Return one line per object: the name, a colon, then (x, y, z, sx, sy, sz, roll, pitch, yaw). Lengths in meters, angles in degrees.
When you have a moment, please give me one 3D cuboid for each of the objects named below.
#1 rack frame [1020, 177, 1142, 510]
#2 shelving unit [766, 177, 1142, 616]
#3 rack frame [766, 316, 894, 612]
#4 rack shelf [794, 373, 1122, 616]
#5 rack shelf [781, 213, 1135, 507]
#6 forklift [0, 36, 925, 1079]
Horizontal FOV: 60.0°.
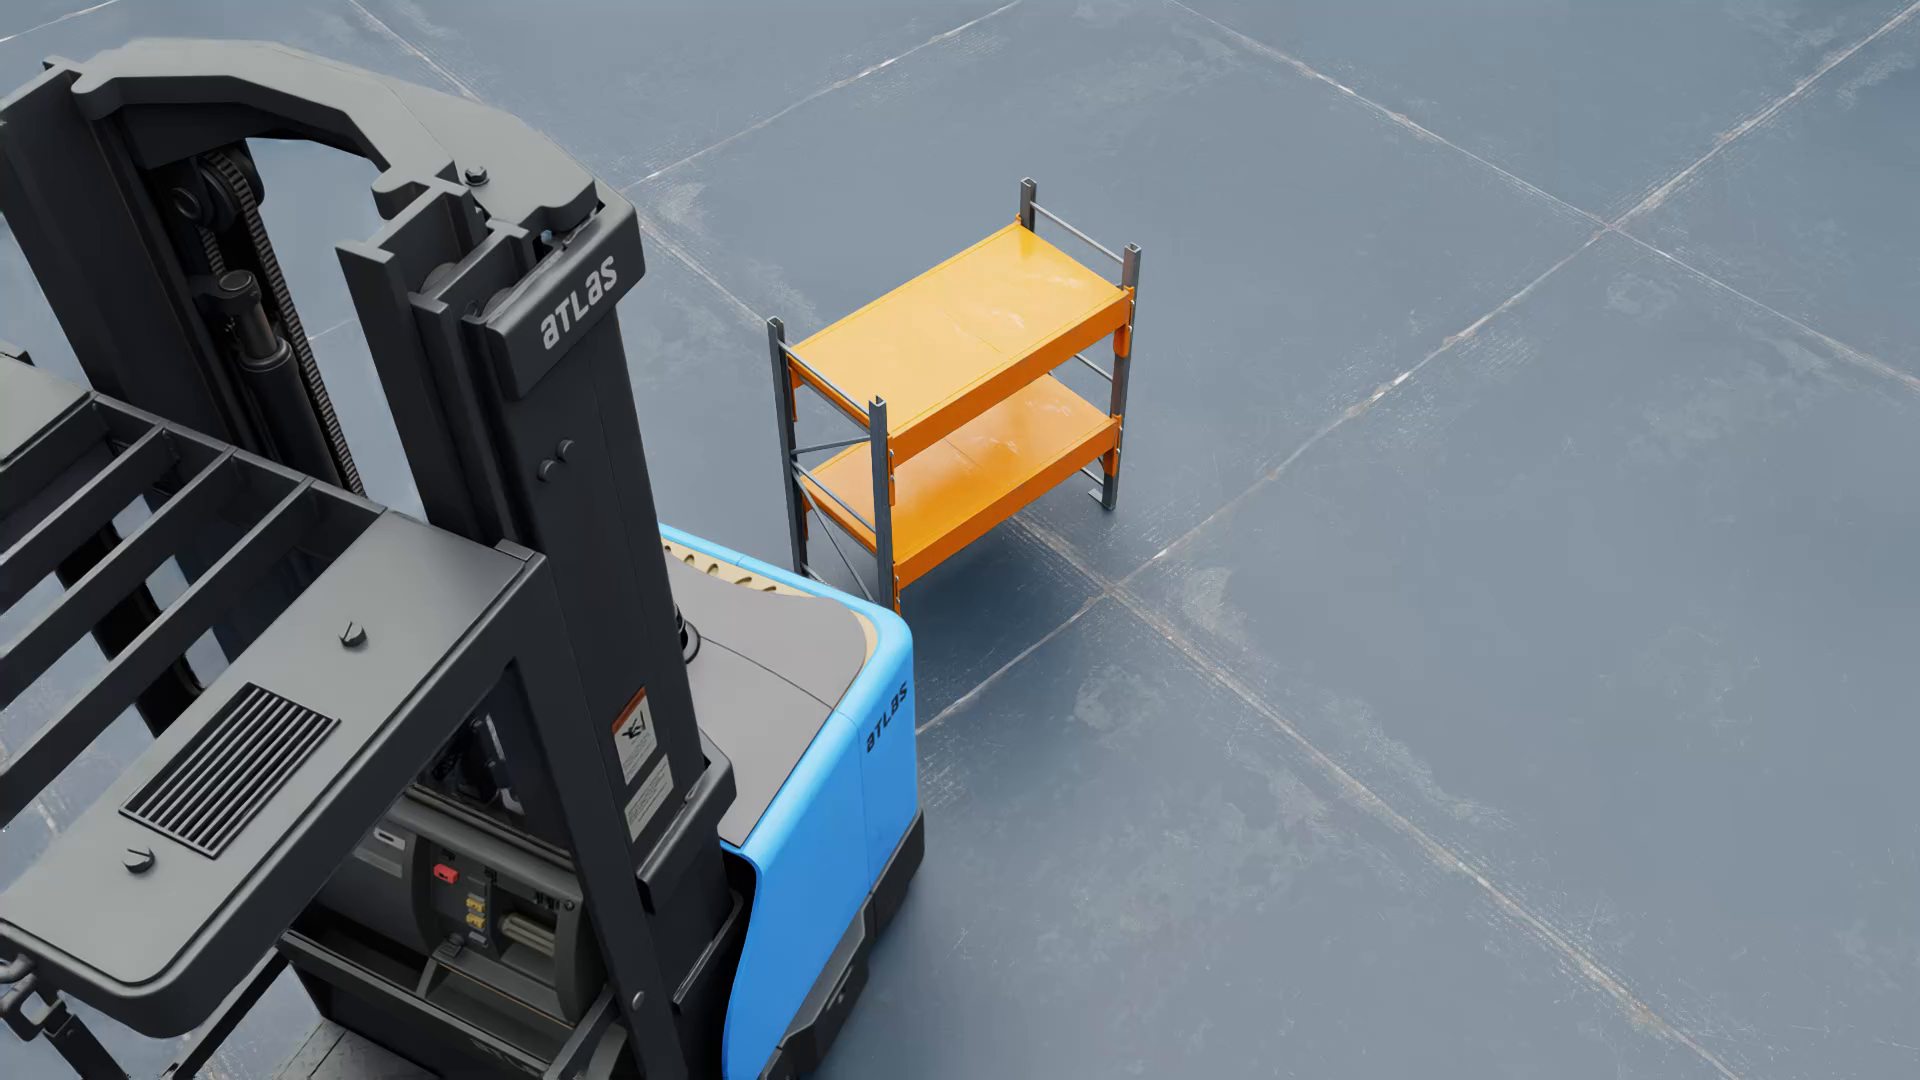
rack frame: (0.371, -0.629, 5.565, 0.032, 1.125, 0.500, -34, 56, -27)
shelving unit: (-0.005, -0.378, 5.334, 1.048, 1.125, 0.538, -34, 56, -27)
rack frame: (-0.381, -0.127, 5.102, 0.032, 1.125, 0.500, -34, 56, -27)
rack shelf: (-0.005, -0.212, 5.513, 1.000, 0.278, 0.538, -34, 56, -27)
rack shelf: (-0.005, -0.577, 5.118, 1.000, 0.278, 0.538, -34, 56, -27)
forklift: (-1.203, 0.746, 3.067, 1.130, 2.935, 3.031, 20, 50, 17)
